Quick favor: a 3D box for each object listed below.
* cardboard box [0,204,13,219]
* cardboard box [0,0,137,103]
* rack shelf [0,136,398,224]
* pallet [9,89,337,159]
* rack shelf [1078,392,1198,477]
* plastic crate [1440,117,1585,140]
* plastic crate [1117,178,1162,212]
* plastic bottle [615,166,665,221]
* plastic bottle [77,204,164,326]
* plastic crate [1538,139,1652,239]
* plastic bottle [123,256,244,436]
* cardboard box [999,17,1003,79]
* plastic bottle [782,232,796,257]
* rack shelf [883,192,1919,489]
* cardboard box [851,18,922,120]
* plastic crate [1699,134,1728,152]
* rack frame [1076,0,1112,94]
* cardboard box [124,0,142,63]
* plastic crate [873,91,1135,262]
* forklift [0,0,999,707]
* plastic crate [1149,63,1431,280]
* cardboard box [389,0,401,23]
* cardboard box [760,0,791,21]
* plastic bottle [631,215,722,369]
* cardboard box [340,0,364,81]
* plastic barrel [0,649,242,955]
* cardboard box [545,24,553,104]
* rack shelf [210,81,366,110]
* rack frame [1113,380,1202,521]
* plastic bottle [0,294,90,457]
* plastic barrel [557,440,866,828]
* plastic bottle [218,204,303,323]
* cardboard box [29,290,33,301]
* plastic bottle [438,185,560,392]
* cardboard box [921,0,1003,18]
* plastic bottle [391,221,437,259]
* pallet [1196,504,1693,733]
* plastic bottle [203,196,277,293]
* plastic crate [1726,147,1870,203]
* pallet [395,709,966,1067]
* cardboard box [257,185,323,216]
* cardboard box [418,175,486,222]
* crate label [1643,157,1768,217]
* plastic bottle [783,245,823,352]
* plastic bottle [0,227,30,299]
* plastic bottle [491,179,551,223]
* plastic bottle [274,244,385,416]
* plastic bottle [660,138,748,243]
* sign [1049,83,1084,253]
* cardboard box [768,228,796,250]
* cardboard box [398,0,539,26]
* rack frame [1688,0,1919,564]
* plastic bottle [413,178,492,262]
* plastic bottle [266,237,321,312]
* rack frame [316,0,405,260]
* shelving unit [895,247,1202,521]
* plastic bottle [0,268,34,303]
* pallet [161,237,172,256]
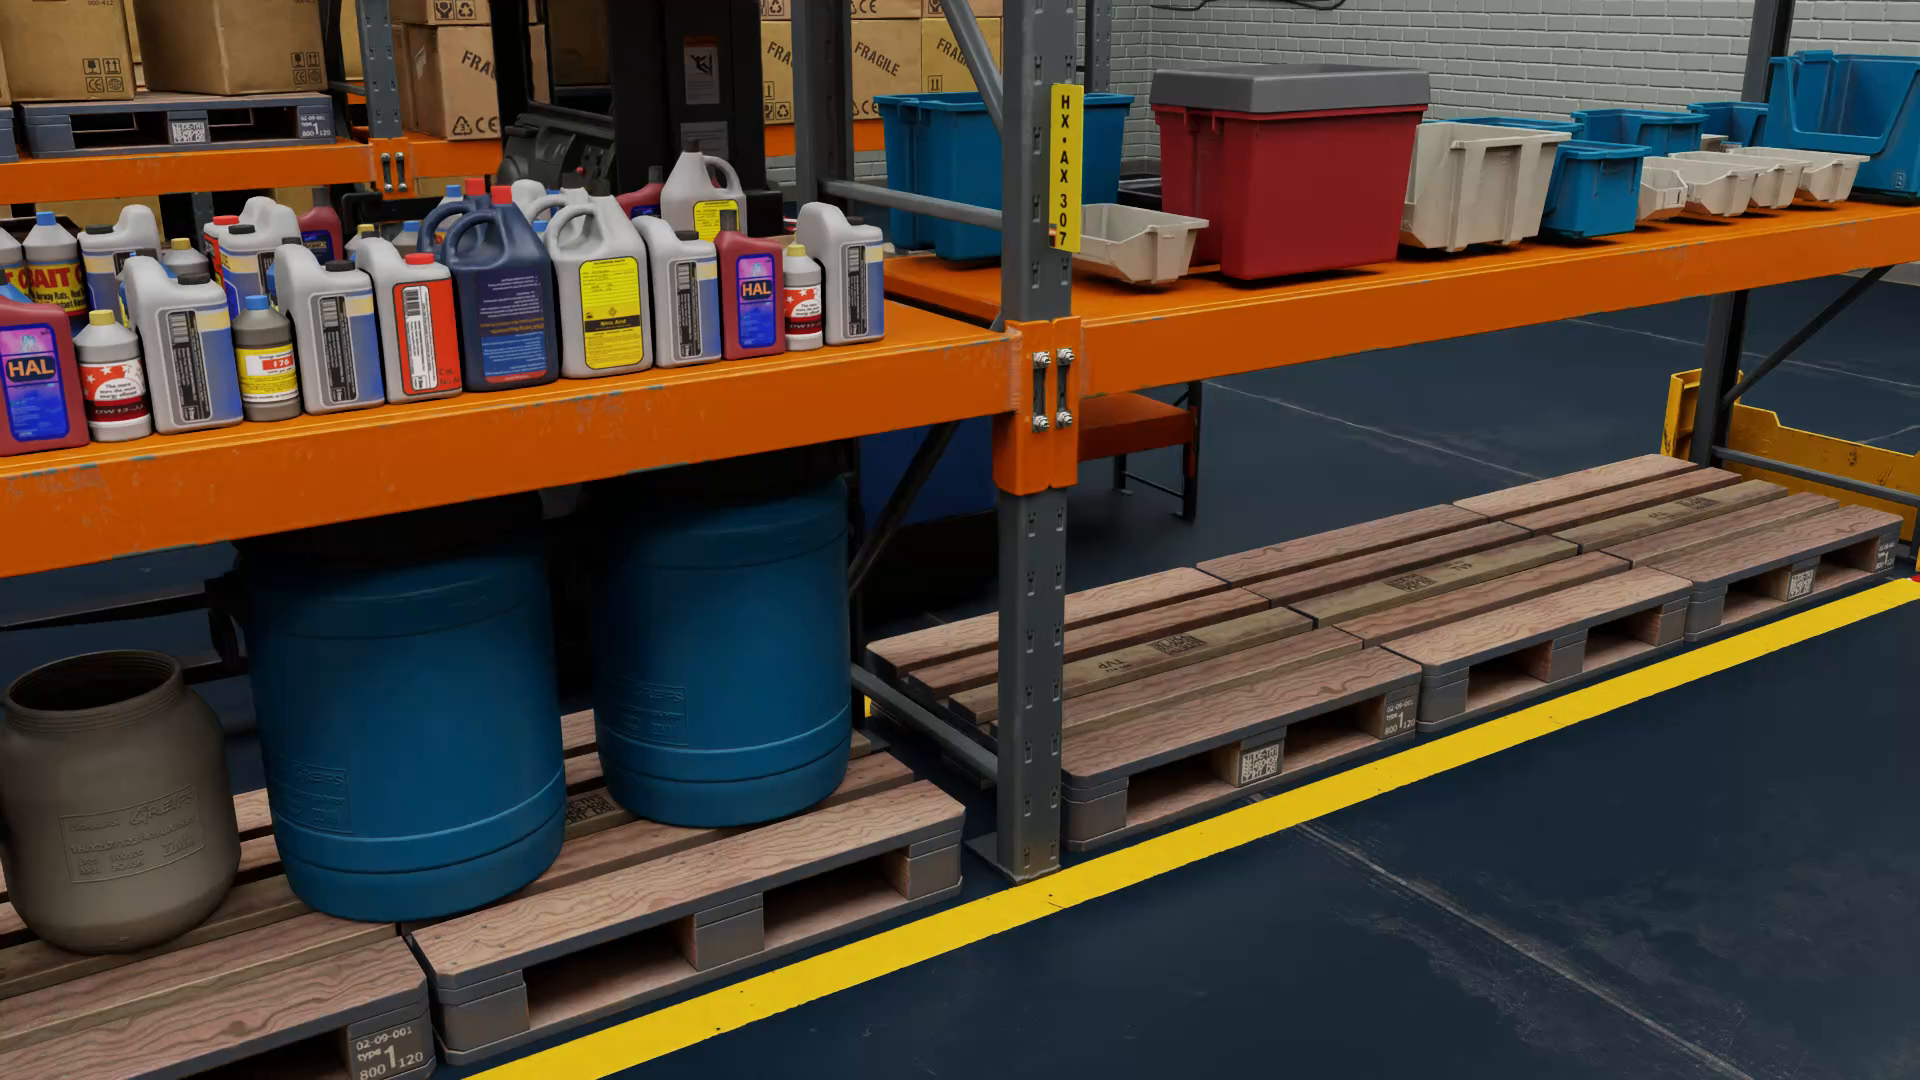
[{"bbox_3d":[-6.750,-2.284,11.018,0.750,0.750,0.750,-11,22,-30],"label":"cardboard box"},{"bbox_3d":[-3.868,-2.170,7.169,0.500,0.500,0.700,-8,20,-23],"label":"cardboard box"},{"bbox_3d":[-4.481,-1.393,6.804,4.000,0.370,1.077,-12,22,-31],"label":"rack shelf"},{"bbox_3d":[-3.538,-1.883,7.432,1.213,0.211,1.003,-12,22,-31],"label":"pallet"},{"bbox_3d":[0.342,-0.362,6.322,1.000,0.278,0.538,-11,22,-30],"label":"rack shelf"},{"bbox_3d":[1.765,-1.227,5.357,0.300,0.233,0.416,-12,22,-31],"label":"plastic crate"},{"bbox_3d":[0.698,-0.927,4.640,0.590,0.125,0.437,-12,22,-31],"label":"plastic crate"},{"bbox_3d":[-0.741,-0.731,3.906,0.133,0.283,0.061,-12,22,-31],"label":"plastic bottle"},{"bbox_3d":[-1.652,-0.518,3.287,0.135,0.276,0.152,-12,22,-31],"label":"plastic bottle"},{"bbox_3d":[1.677,-0.984,4.638,0.300,0.233,0.416,-12,22,-31],"label":"plastic crate"},{"bbox_3d":[-1.273,-0.328,2.725,0.135,0.276,0.152,-12,22,-31],"label":"plastic bottle"},{"bbox_3d":[0.306,-2.686,9.350,0.500,0.500,0.500,-11,22,-30],"label":"cardboard box"},{"bbox_3d":[-0.325,-0.540,3.470,0.097,0.201,0.097,0,19,0],"label":"plastic bottle"},{"bbox_3d":[1.581,-0.772,4.967,4.000,0.370,1.077,-12,22,-31],"label":"rack shelf"},{"bbox_3d":[-0.545,-2.507,8.821,0.500,0.500,0.500,-12,22,-31],"label":"cardboard box"},{"bbox_3d":[2.551,-1.378,5.957,0.298,0.136,0.250,-12,22,-31],"label":"plastic crate"},{"bbox_3d":[0.530,-2.790,9.815,0.127,3.000,1.000,-12,22,-31],"label":"rack frame"},{"bbox_3d":[-5.785,-3.459,11.141,0.500,0.500,0.500,-12,22,-32],"label":"cardboard box"},{"bbox_3d":[0.113,-0.955,4.316,0.575,0.384,0.392,-12,22,-31],"label":"plastic crate"},{"bbox_3d":[-1.389,-1.095,4.907,3.031,2.935,1.130,-11,22,-30],"label":"forklift"},{"bbox_3d":[0.795,-0.909,4.057,0.583,0.464,0.402,-12,22,-31],"label":"plastic crate"},{"bbox_3d":[-2.530,-2.765,8.023,0.500,0.500,0.500,-12,22,-31],"label":"cardboard box"},{"bbox_3d":[-0.971,-2.887,8.384,0.500,0.500,0.500,-11,22,-30],"label":"cardboard box"},{"bbox_3d":[-0.546,-0.481,3.178,0.135,0.276,0.152,-12,22,-31],"label":"plastic bottle"},{"bbox_3d":[-4.463,-3.771,12.246,0.700,0.700,0.980,-13,22,-33],"label":"cardboard box"},{"bbox_3d":[-1.665,0.511,3.279,0.421,0.512,0.421,0,19,0],"label":"plastic barrel"},{"bbox_3d":[-1.809,-2.241,8.034,0.500,0.500,0.500,-11,22,-30],"label":"cardboard box"},{"bbox_3d":[-3.867,-3.422,12.805,4.000,0.370,1.077,-12,22,-31],"label":"rack shelf"},{"bbox_3d":[0.775,-0.678,6.495,0.032,1.125,0.500,-11,22,-30],"label":"rack frame"},{"bbox_3d":[-1.441,-0.278,2.567,0.133,0.283,0.061,-12,22,-31],"label":"plastic bottle"},{"bbox_3d":[-0.553,0.126,3.809,0.708,0.901,0.600,-12,22,-31],"label":"plastic barrel"},{"bbox_3d":[-1.375,-0.518,3.287,0.135,0.276,0.152,-12,22,-31],"label":"plastic bottle"},{"bbox_3d":[-3.901,-0.773,7.065,0.500,0.500,0.500,-12,22,-31],"label":"cardboard box"},{"bbox_3d":[-0.831,-0.455,2.984,0.185,0.351,0.144,-12,22,-31],"label":"plastic bottle"},{"bbox_3d":[-0.111,-3.070,8.925,0.500,0.500,0.500,-11,22,-30],"label":"cardboard box"},{"bbox_3d":[-1.184,-0.592,3.622,0.097,0.201,0.097,0,19,0],"label":"plastic bottle"},{"bbox_3d":[1.524,0.205,5.310,1.213,0.211,1.003,-12,22,-31],"label":"pallet"},{"bbox_3d":[-1.459,-0.559,3.408,0.135,0.276,0.152,-12,22,-31],"label":"plastic bottle"},{"bbox_3d":[2.670,-1.176,5.358,0.243,0.136,0.396,-12,22,-31],"label":"plastic crate"},{"bbox_3d":[-0.756,0.686,3.887,1.213,0.211,1.003,-12,22,-31],"label":"pallet"},{"bbox_3d":[-4.857,-2.529,12.290,0.500,0.500,0.700,-12,22,-31],"label":"cardboard box"},{"bbox_3d":[-4.006,-2.707,12.815,0.500,0.500,0.700,-11,22,-30],"label":"cardboard box"},{"bbox_3d":[2.201,-1.073,5.054,0.243,0.136,0.396,-12,22,-31],"label":"crate label"},{"bbox_3d":[-0.322,-0.482,3.298,0.097,0.201,0.097,0,19,0],"label":"plastic bottle"},{"bbox_3d":[-1.845,-0.485,3.198,0.097,0.271,0.097,0,19,0],"label":"plastic bottle"},{"bbox_3d":[-0.991,-0.657,3.699,0.135,0.276,0.152,-12,22,-31],"label":"plastic bottle"},{"bbox_3d":[-1.079,-0.369,2.845,0.135,0.276,0.152,-12,22,-31],"label":"plastic bottle"},{"bbox_3d":[-0.595,-0.754,3.870,0.185,0.351,0.144,-12,22,-31],"label":"plastic bottle"},{"bbox_3d":[0.212,-0.744,3.329,0.005,0.325,0.100,-12,22,-31],"label":"sign"},{"bbox_3d":[-1.244,-1.444,9.043,0.637,0.503,0.797,-12,22,-31],"label":"cardboard box"},{"bbox_3d":[-2.262,-2.615,7.578,0.500,0.500,0.500,-11,22,-30],"label":"cardboard box"},{"bbox_3d":[3.252,-1.465,5.894,0.127,3.000,1.000,-12,22,-31],"label":"rack frame"},{"bbox_3d":[-0.910,-0.493,3.098,0.185,0.351,0.144,-12,22,-31],"label":"plastic bottle"},{"bbox_3d":[-1.163,-0.397,2.935,0.097,0.271,0.097,0,19,0],"label":"plastic bottle"},{"bbox_3d":[-2.810,-2.086,7.731,0.127,3.000,1.000,-12,22,-31],"label":"rack frame"},{"bbox_3d":[0.342,-0.593,6.243,1.048,1.125,0.538,-11,22,-30],"label":"shelving unit"},{"bbox_3d":[-1.500,-0.291,2.622,0.097,0.271,0.097,0,19,0],"label":"plastic bottle"},{"bbox_3d":[-6.141,-1.933,11.633,1.213,0.211,1.003,-12,22,-31],"label":"pallet"}]
